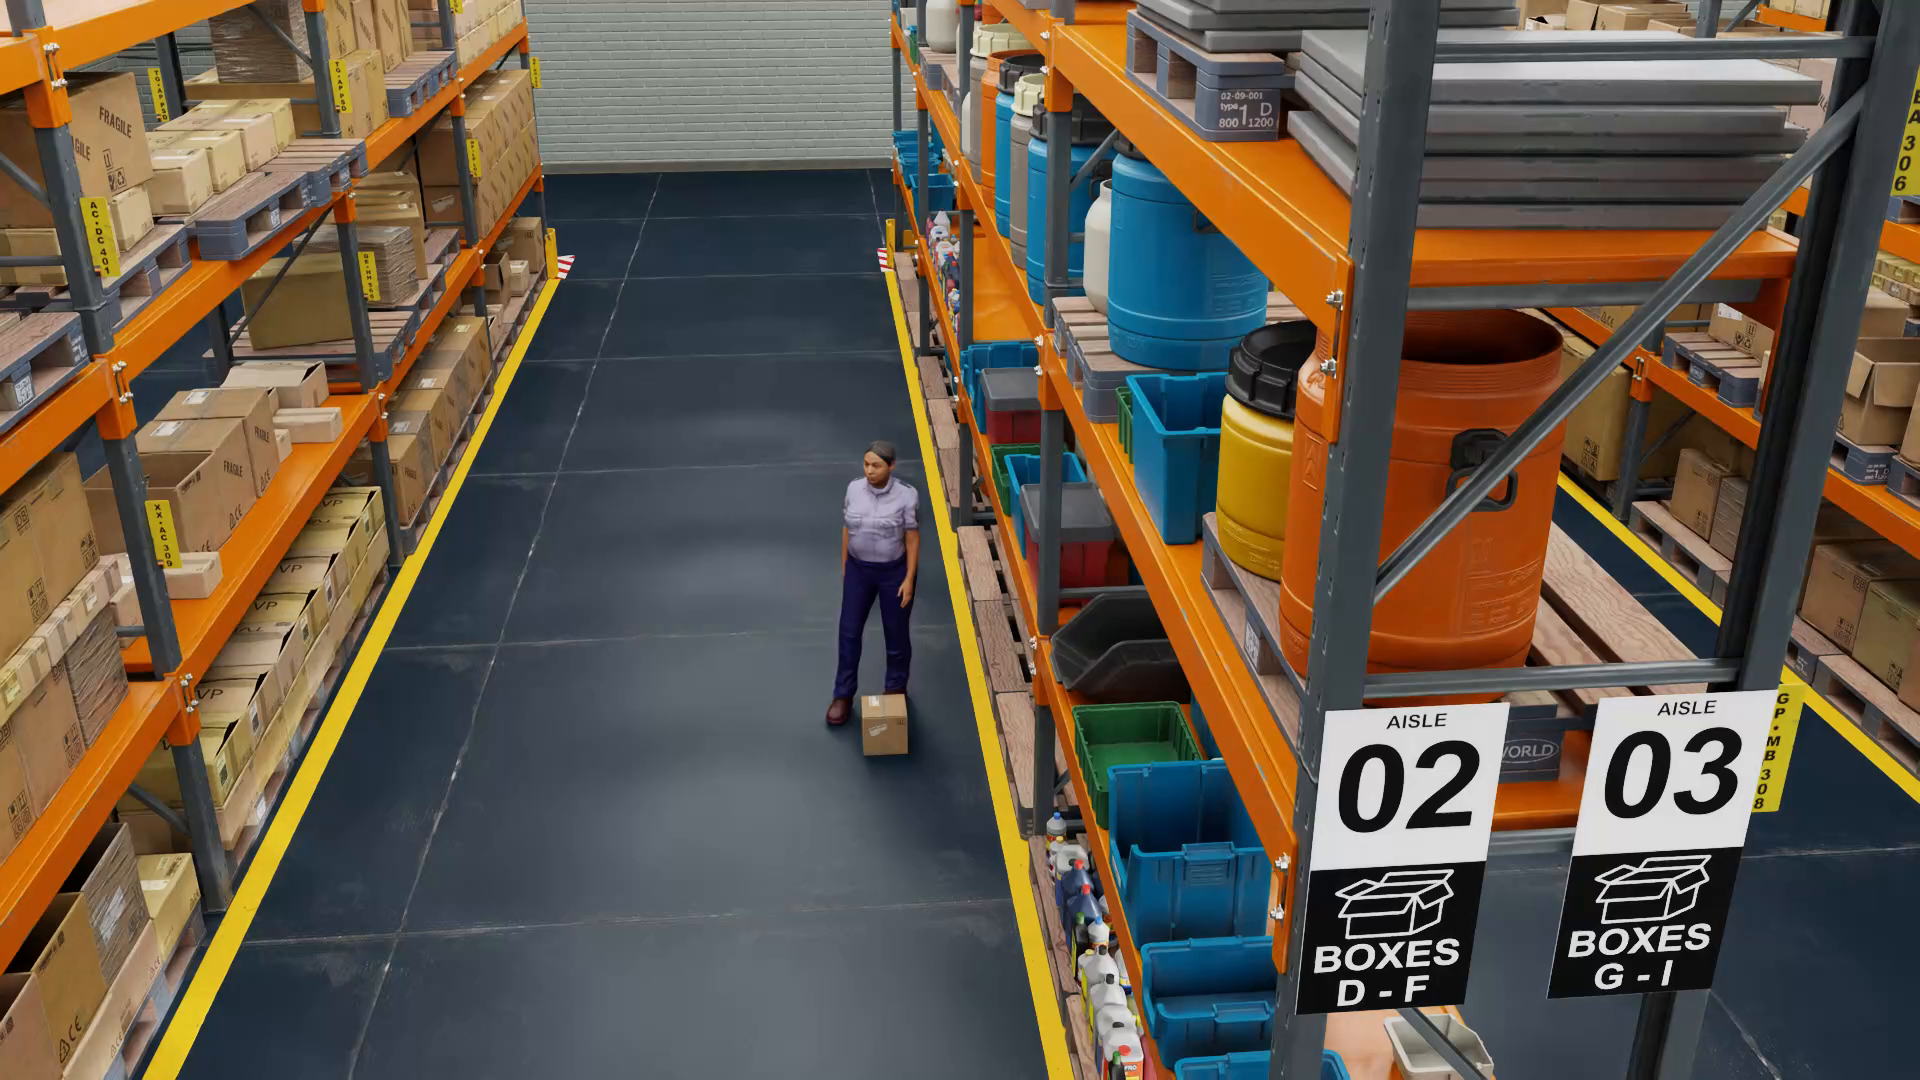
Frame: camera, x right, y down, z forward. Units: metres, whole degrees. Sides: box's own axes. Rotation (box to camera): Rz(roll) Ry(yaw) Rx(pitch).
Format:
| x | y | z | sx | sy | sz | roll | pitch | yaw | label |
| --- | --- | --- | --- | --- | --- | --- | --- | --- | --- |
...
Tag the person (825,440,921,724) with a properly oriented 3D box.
| x | y | z | sx | sy | sz | roll | pitch | yaw | label |
| --- | --- | --- | --- | --- | --- | --- | --- | --- | --- |
| -0.497 | 0.248 | 9.537 | 0.489 | 1.644 | 0.584 | 6 | 25 | 13 | person |
